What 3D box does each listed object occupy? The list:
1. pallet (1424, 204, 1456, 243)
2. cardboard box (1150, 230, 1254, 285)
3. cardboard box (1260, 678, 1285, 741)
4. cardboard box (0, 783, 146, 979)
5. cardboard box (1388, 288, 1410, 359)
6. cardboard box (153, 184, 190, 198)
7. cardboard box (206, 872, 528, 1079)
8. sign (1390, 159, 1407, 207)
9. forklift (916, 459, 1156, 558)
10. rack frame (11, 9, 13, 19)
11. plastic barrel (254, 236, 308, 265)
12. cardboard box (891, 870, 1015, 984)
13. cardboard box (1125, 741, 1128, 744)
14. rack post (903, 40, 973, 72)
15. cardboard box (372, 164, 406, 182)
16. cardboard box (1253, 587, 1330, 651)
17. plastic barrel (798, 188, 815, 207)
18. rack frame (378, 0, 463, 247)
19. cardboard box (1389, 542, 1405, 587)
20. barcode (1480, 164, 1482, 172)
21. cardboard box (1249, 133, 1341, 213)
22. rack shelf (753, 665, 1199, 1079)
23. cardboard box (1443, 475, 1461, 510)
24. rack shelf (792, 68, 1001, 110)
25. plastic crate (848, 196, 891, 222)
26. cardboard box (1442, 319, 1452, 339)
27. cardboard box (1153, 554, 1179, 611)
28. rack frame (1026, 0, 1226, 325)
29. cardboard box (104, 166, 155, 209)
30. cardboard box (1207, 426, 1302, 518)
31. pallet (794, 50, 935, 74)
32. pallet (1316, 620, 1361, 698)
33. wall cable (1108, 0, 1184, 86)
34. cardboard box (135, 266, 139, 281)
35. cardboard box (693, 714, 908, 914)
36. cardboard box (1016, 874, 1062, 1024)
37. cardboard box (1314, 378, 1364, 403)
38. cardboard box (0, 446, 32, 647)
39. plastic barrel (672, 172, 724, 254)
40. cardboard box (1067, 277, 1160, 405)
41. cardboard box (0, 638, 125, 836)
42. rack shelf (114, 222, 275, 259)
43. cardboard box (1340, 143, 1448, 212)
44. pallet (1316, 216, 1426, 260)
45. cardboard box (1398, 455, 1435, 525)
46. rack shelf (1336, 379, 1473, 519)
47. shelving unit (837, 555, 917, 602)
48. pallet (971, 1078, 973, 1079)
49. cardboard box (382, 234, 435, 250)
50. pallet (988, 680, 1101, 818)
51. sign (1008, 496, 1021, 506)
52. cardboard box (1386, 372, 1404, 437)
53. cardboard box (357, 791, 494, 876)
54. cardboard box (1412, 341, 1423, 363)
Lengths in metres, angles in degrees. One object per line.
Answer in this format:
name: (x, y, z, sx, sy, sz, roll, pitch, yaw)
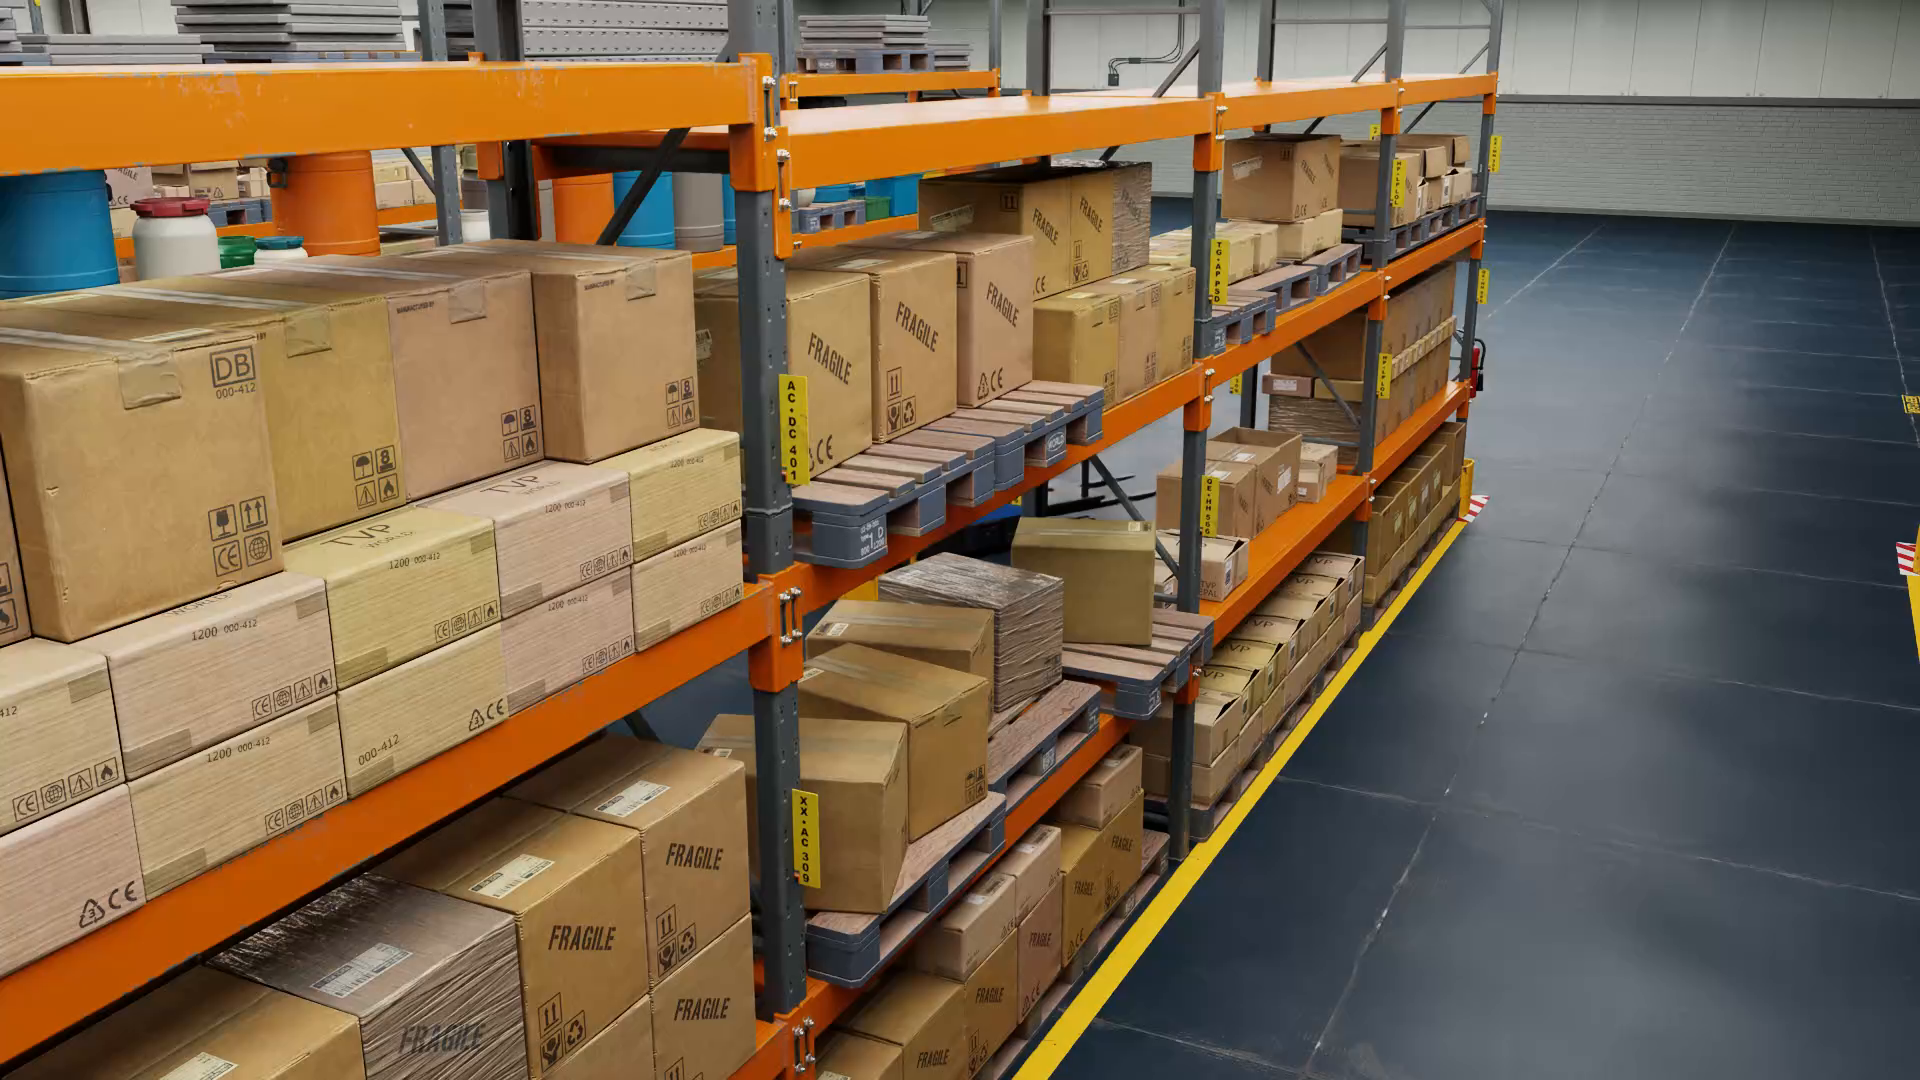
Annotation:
pallet: (3.499, -2.668, 13.852, 1.003, 0.211, 1.213, 8, 18, 25)
cardboard box: (1.444, -1.694, 9.942, 0.500, 0.250, 0.500, 8, 18, 24)
cardboard box: (1.755, 1.036, 10.586, 0.500, 0.250, 0.500, 8, 18, 24)
cardboard box: (-1.853, 0.596, 2.969, 0.500, 0.250, 0.500, 8, 18, 25)
cardboard box: (3.237, -1.782, 13.529, 0.700, 0.500, 0.500, 8, 18, 25)
cardboard box: (-7.014, -3.041, 14.624, 0.380, 0.166, 0.250, 8, 18, 24)
cardboard box: (-1.426, 1.189, 4.047, 0.500, 0.500, 0.500, 8, 18, 26)
sign: (3.085, -2.512, 11.712, 0.100, 0.325, 0.005, 8, 18, 25)
forklift: (0.657, -1.531, 15.255, 3.031, 2.935, 1.130, -11, 20, -32)
rack frame: (-10.658, -5.536, 18.085, 1.000, 3.000, 0.127, 8, 18, 25)
plastic barrel: (-3.970, -1.636, 9.727, 0.301, 0.262, 0.301, 0, 17, 0)
cardboard box: (-0.099, 1.576, 6.975, 0.500, 0.250, 0.500, 8, 18, 25)
cardboard box: (0.825, 1.228, 9.938, 0.500, 0.250, 0.500, 9, 19, 27)
rack post: (-0.499, -4.852, 16.660, 0.937, 0.300, 0.954, 10, 19, 31)
cardboard box: (-5.787, -3.681, 16.670, 0.380, 0.149, 0.250, 7, 18, 23)
cardboard box: (2.219, 0.505, 11.387, 0.500, 0.311, 0.500, 8, 18, 25)
plastic barrel: (-1.466, -3.151, 14.389, 0.421, 0.512, 0.421, 0, 17, 0)
rack frame: (-3.622, -3.231, 10.322, 1.000, 3.000, 0.127, 8, 18, 25)
cardboard box: (3.302, 0.168, 13.508, 0.500, 0.250, 0.500, 8, 18, 25)
barcode: (4.679, -3.339, 14.937, 0.001, 0.075, 0.075, 8, 18, 25)
cardboard box: (2.284, -2.517, 11.397, 0.500, 0.500, 0.500, 8, 18, 26)
rack shelf: (-0.086, 1.131, 7.438, 1.077, 0.370, 4.000, 8, 18, 25)
cardboard box: (4.407, -0.470, 15.657, 0.500, 0.250, 0.500, 8, 18, 25)
rack shelf: (-0.941, -4.222, 15.627, 1.077, 0.370, 4.000, 8, 18, 25)
plastic crate: (-0.886, -3.077, 15.446, 0.336, 0.188, 0.450, 8, 18, 25)
cardboard box: (4.266, -1.932, 15.171, 0.380, 0.149, 0.250, 9, 19, 27)
cardboard box: (1.009, 0.232, 9.357, 0.500, 0.311, 0.500, 9, 19, 29)
rack frame: (0.808, -2.599, 8.197, 1.000, 3.000, 0.127, 8, 18, 25)
cardboard box: (-7.164, -3.055, 13.946, 0.500, 0.500, 0.500, 8, 18, 24)
cardboard box: (2.002, -0.463, 11.364, 0.500, 0.500, 0.500, 10, 19, 29)
pallet: (-0.947, -4.493, 15.605, 1.003, 0.211, 1.213, 8, 18, 25)
pallet: (2.301, 0.787, 12.230, 1.003, 0.211, 1.213, 8, 18, 25)
wall cable: (5.487, -16.369, 48.584, 2.305, 6.003, 0.169, 8, 18, 25)
cardboard box: (-9.931, -3.093, 20.133, 0.875, 0.550, 0.550, 8, 18, 25)
cardboard box: (-0.568, 0.954, 5.857, 0.700, 0.500, 0.500, 2, 17, 7)
cardboard box: (0.139, 1.798, 7.545, 0.500, 0.500, 0.500, 7, 18, 23)
cardboard box: (2.888, -1.145, 12.522, 0.380, 0.149, 0.250, 8, 18, 25)
cardboard box: (-2.125, -0.042, 2.921, 0.700, 0.500, 0.500, 8, 18, 25)
plastic barrel: (-2.160, -2.728, 13.018, 0.600, 0.901, 0.600, 0, 17, 0)
cardboard box: (0.415, -0.964, 7.784, 0.910, 0.500, 0.500, 8, 18, 25)
cardboard box: (-1.857, 0.356, 2.900, 0.500, 0.250, 0.500, 8, 18, 25)
rack shelf: (-7.159, -2.587, 14.688, 1.077, 0.370, 4.000, 8, 18, 25)
cardboard box: (3.444, -2.902, 13.318, 0.797, 0.503, 0.637, 10, 19, 31)
pallet: (2.953, -2.358, 12.809, 1.003, 0.211, 1.213, 8, 18, 25)
cardboard box: (3.751, -0.446, 14.257, 0.500, 0.500, 0.500, 8, 18, 25)
rack shelf: (3.489, -0.907, 14.299, 1.077, 0.370, 4.000, 8, 18, 25)
shelving unit: (-0.787, -0.378, 13.888, 0.587, 1.500, 1.083, 4, 17, 13)
pallet: (-0.650, 2.420, 6.732, 1.003, 0.211, 1.213, 8, 18, 25)
cardboard box: (-5.615, -2.883, 17.235, 0.500, 0.500, 0.500, 8, 18, 25)
pallet: (-0.057, 0.864, 7.409, 1.003, 0.211, 1.213, 8, 18, 25)
sign: (0.310, -0.348, 9.121, 0.100, 0.325, 0.005, 8, 18, 25)
cardboard box: (3.245, -1.167, 13.734, 0.700, 0.500, 0.500, 8, 18, 26)
cardboard box: (-1.672, 0.984, 4.738, 0.500, 0.500, 0.500, 7, 18, 24)
cardboard box: (3.691, -1.603, 14.065, 0.380, 0.149, 0.250, 8, 18, 25)
